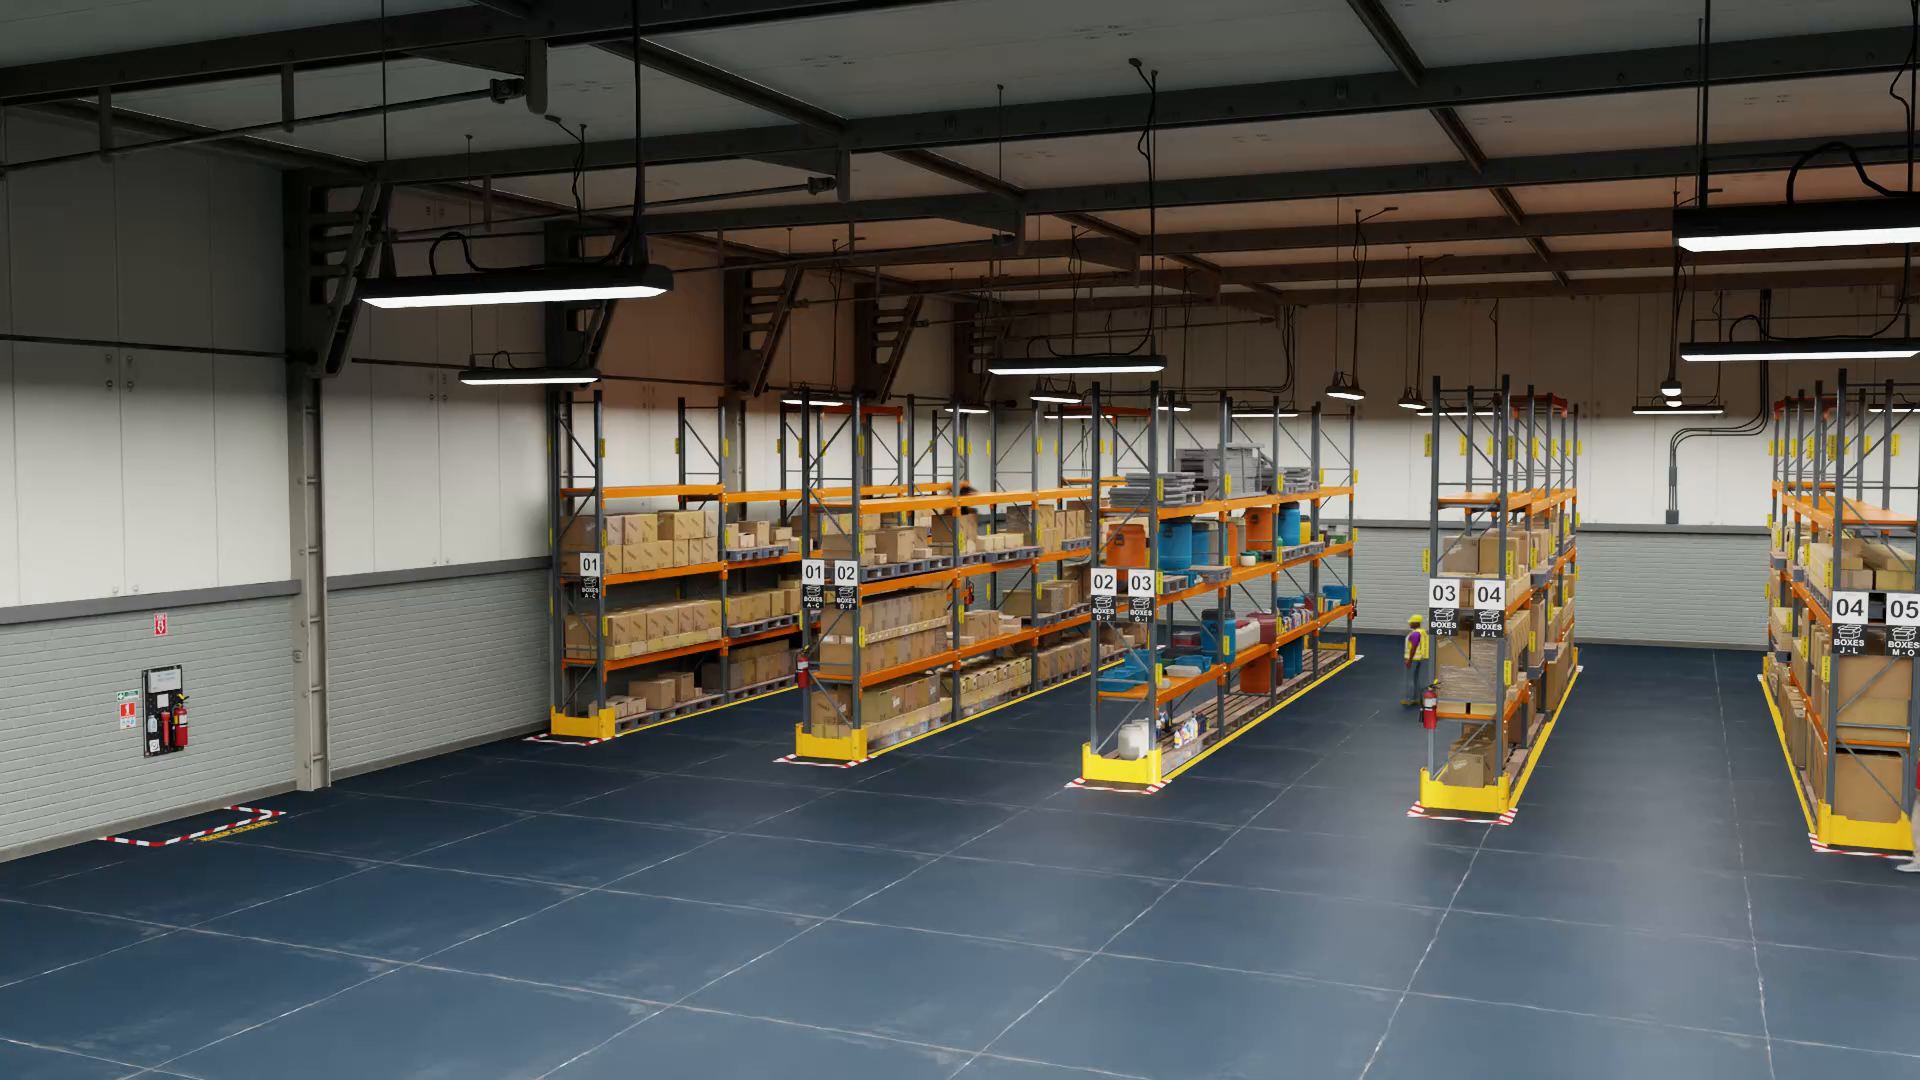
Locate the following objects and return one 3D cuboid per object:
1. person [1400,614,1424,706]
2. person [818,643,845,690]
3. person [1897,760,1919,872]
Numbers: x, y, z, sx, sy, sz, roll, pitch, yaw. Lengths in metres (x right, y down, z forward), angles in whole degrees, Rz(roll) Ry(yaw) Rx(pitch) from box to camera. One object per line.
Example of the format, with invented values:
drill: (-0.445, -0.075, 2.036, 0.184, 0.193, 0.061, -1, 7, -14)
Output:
person: (8.820, 2.333, 32.445, 0.437, 1.767, 0.596, 2, 4, 30)
person: (-2.481, 2.310, 33.321, 0.679, 1.829, 0.502, 0, 3, 2)
person: (11.445, 3.058, 19.474, 0.753, 1.714, 0.522, 0, 3, 0)
